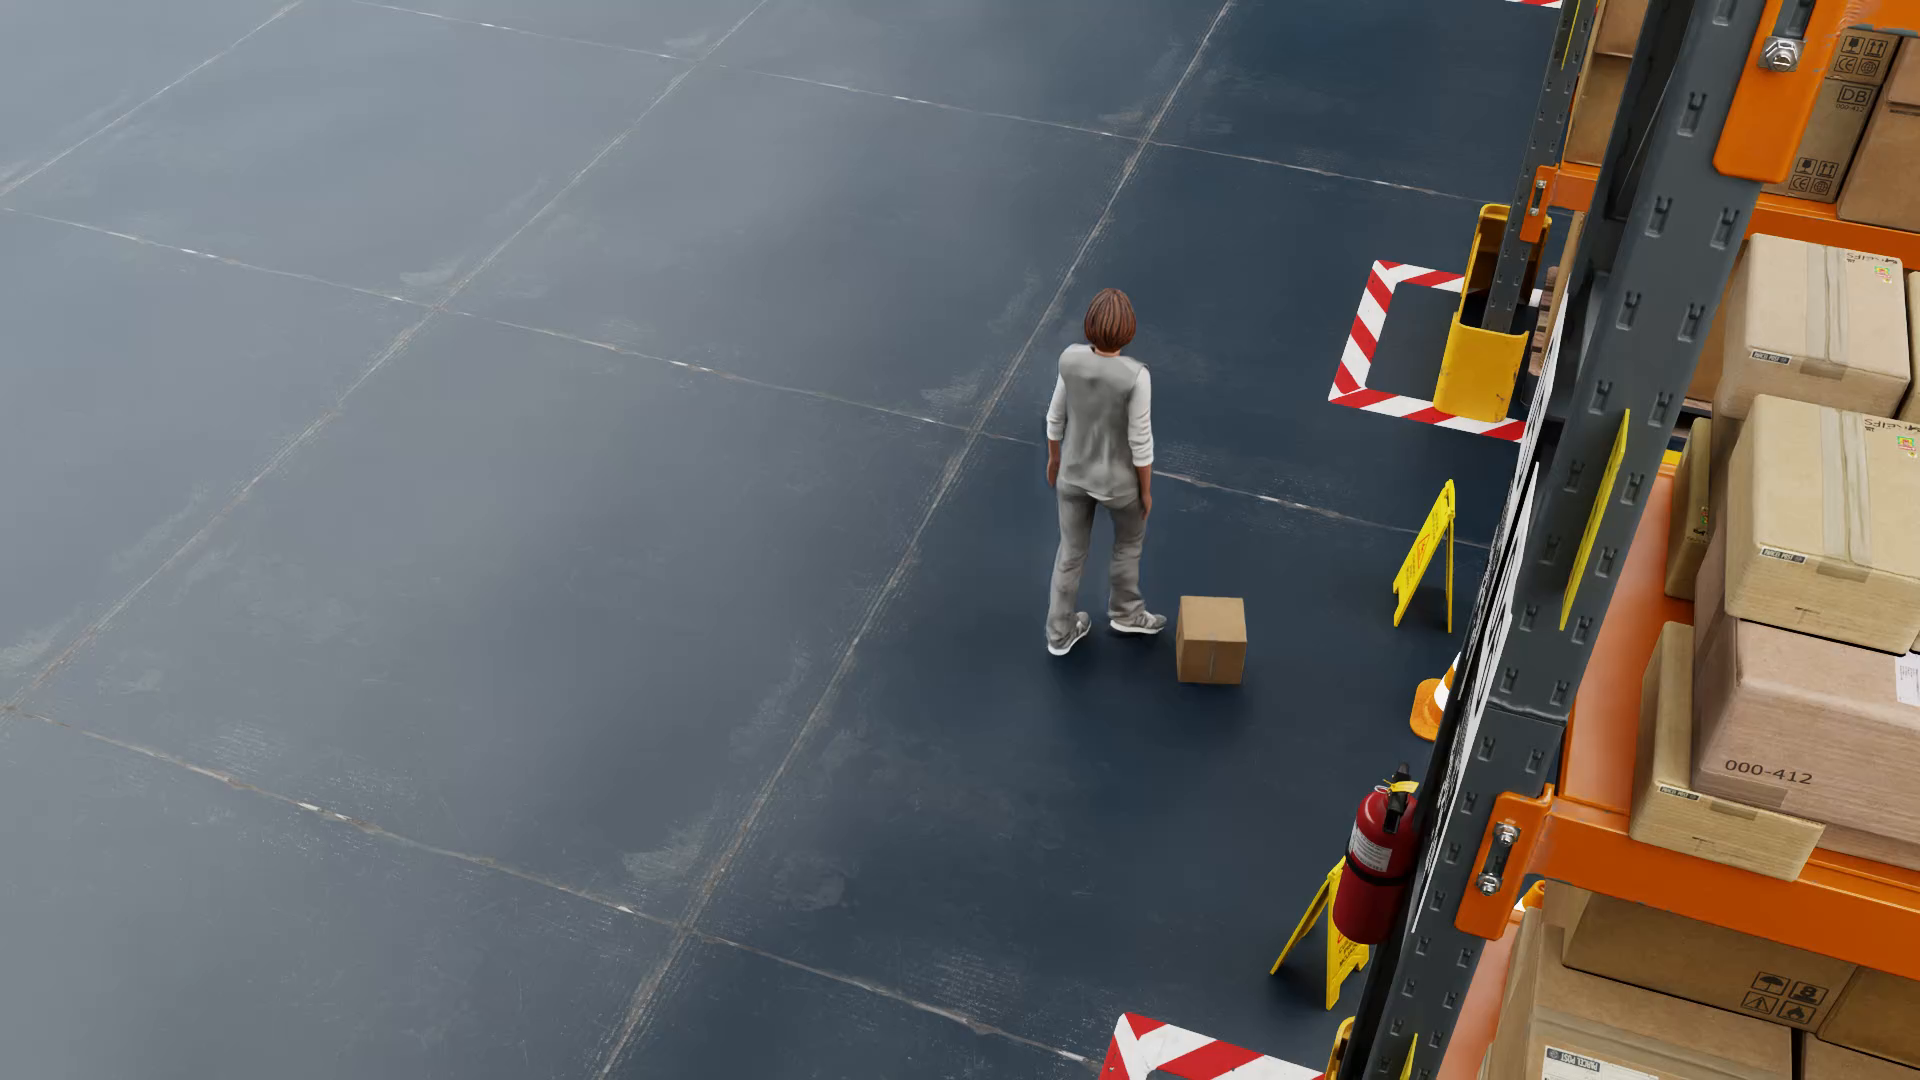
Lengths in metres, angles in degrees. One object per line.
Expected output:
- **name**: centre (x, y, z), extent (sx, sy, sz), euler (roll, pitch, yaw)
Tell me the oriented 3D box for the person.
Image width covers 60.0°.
- **person**: centre (0.535, -0.186, 6.401), extent (0.530, 1.621, 0.487), euler (21, 46, 21)
